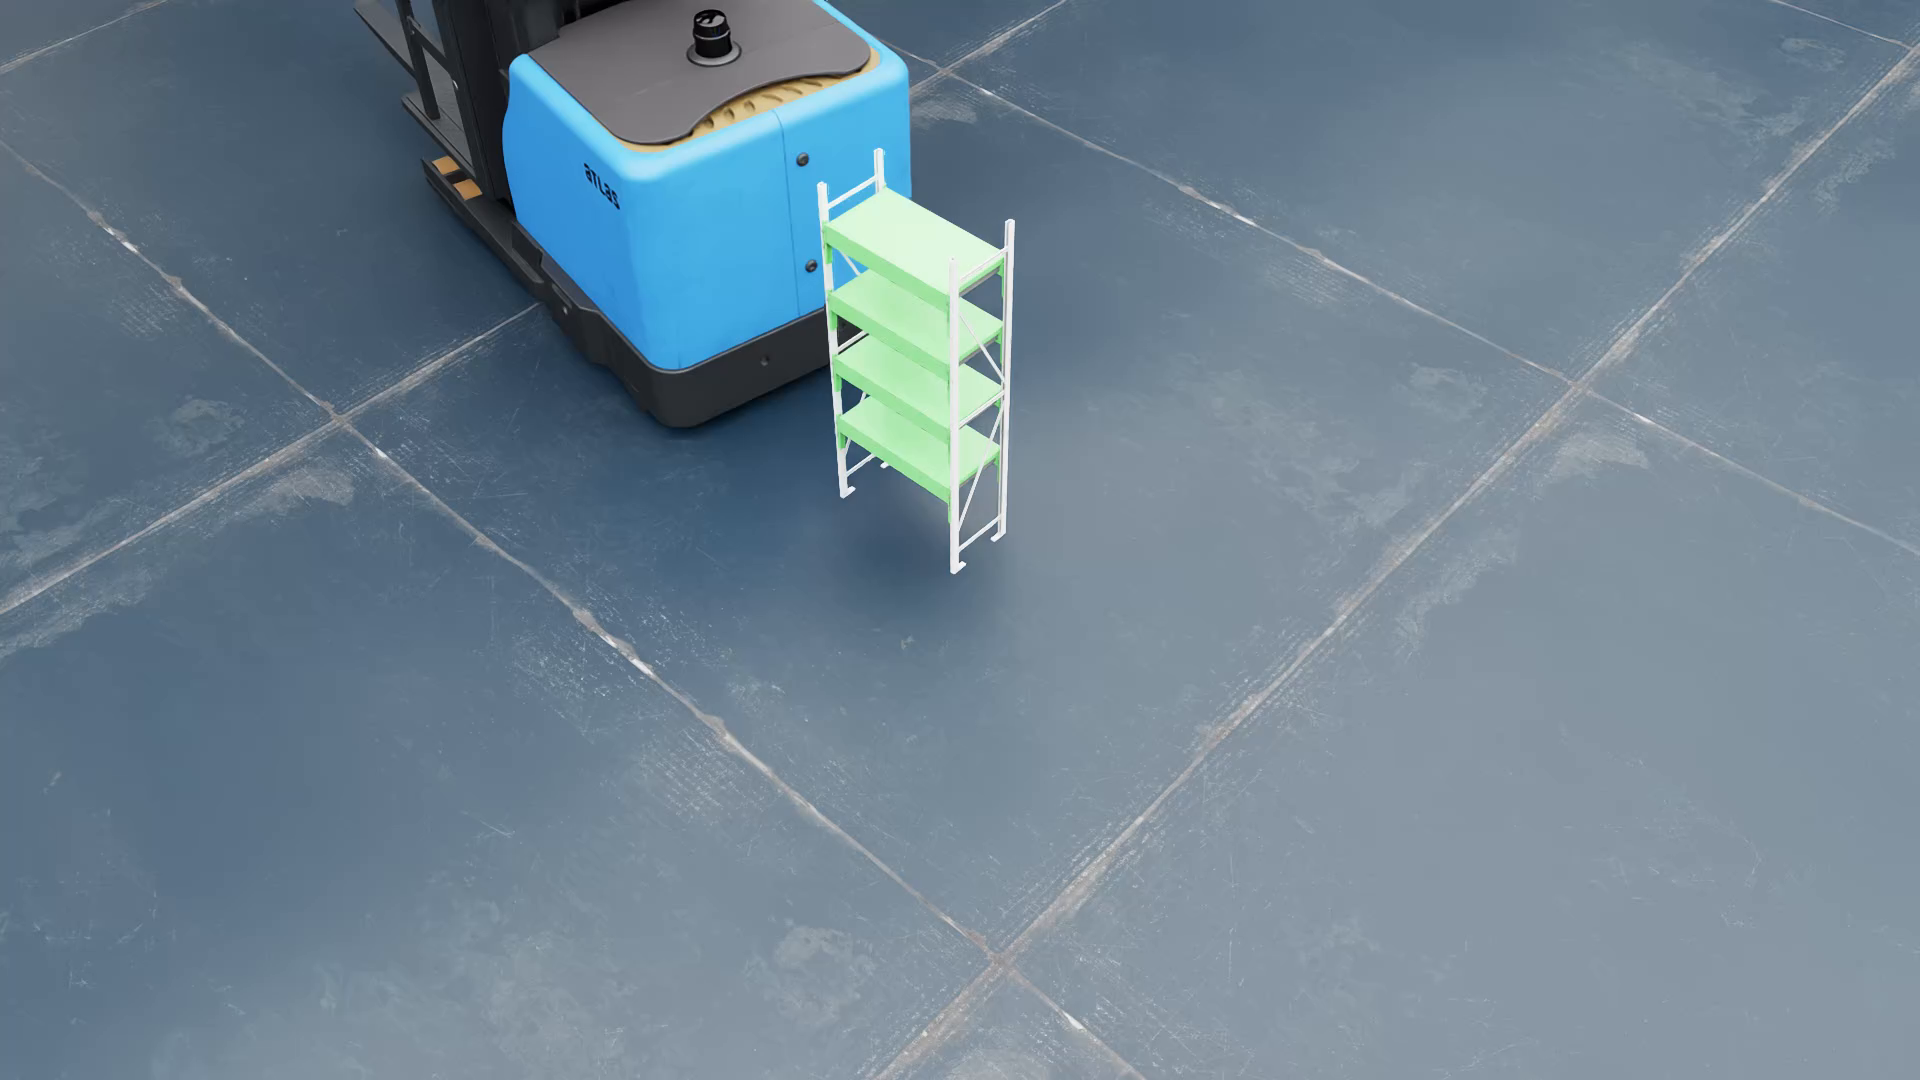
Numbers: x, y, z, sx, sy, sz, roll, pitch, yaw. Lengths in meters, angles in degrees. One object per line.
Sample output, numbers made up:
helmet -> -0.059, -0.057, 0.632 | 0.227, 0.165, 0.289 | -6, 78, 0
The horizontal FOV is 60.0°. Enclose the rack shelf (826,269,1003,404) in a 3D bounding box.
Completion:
rack shelf -> -0.122, -0.613, 4.761 | 0.480, 0.148, 0.258 | 34, 55, 28

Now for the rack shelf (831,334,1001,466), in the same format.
rack shelf -> -0.122, -0.449, 4.936 | 0.480, 0.148, 0.258 | 34, 55, 28

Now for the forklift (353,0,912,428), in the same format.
forklift -> -1.425, -2.409, 5.501 | 1.130, 2.935, 3.031 | -28, 53, -24

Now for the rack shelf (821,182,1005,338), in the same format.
rack shelf -> -0.122, -0.777, 4.586 | 0.480, 0.148, 0.258 | 34, 55, 28

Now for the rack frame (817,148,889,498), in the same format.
rack frame -> -0.301, -0.613, 5.003 | 0.015, 1.200, 0.240 | 34, 55, 28

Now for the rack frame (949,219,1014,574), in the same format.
rack frame -> 0.058, -0.372, 4.776 | 0.015, 1.200, 0.240 | 34, 55, 28

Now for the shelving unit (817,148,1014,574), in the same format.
shelving unit -> -0.122, -0.493, 4.889 | 0.503, 1.200, 0.258 | 34, 55, 28

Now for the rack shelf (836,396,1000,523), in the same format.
rack shelf -> -0.122, -0.285, 5.111 | 0.480, 0.148, 0.258 | 34, 55, 28
